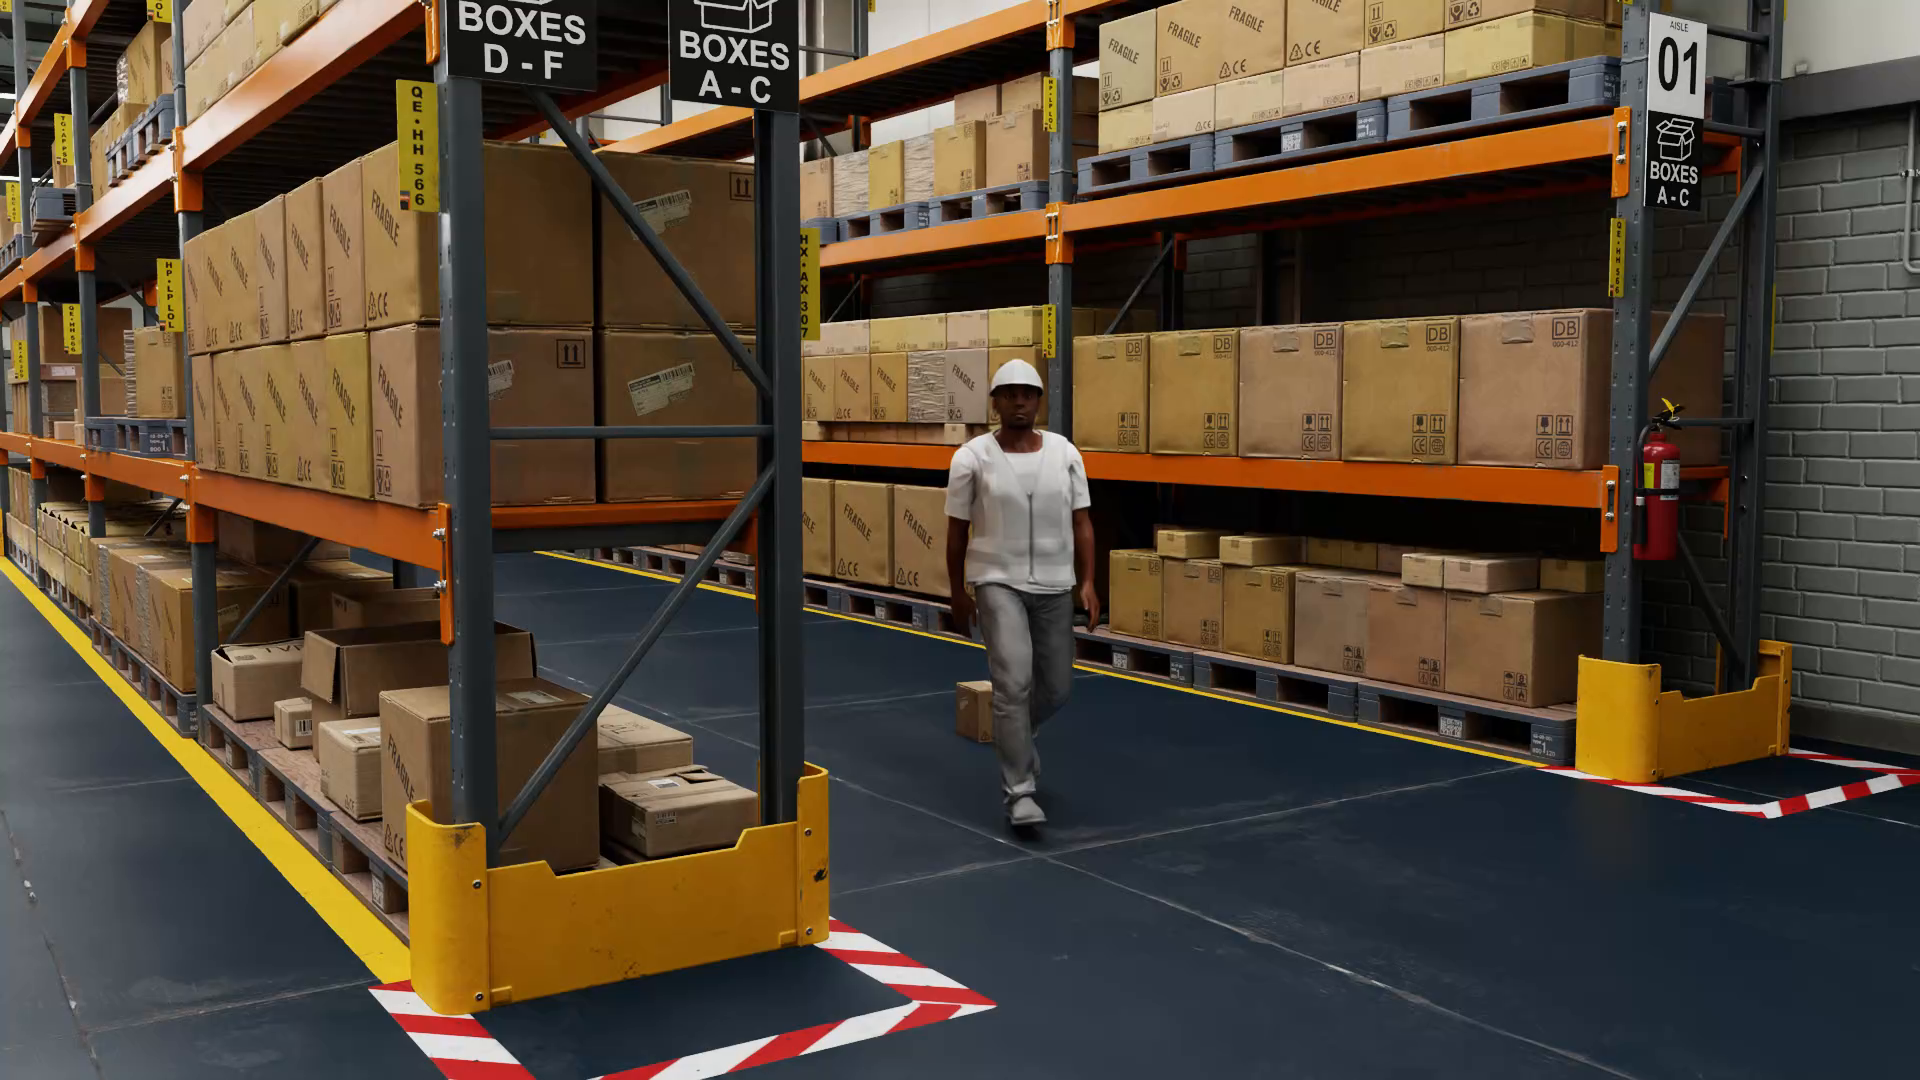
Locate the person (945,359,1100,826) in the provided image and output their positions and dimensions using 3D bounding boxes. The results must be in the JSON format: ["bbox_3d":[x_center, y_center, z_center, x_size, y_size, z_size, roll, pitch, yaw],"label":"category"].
[{"bbox_3d":[0.232,0.175,6.416,0.563,1.734,0.916,-1,5,-15],"label":"person"}]
